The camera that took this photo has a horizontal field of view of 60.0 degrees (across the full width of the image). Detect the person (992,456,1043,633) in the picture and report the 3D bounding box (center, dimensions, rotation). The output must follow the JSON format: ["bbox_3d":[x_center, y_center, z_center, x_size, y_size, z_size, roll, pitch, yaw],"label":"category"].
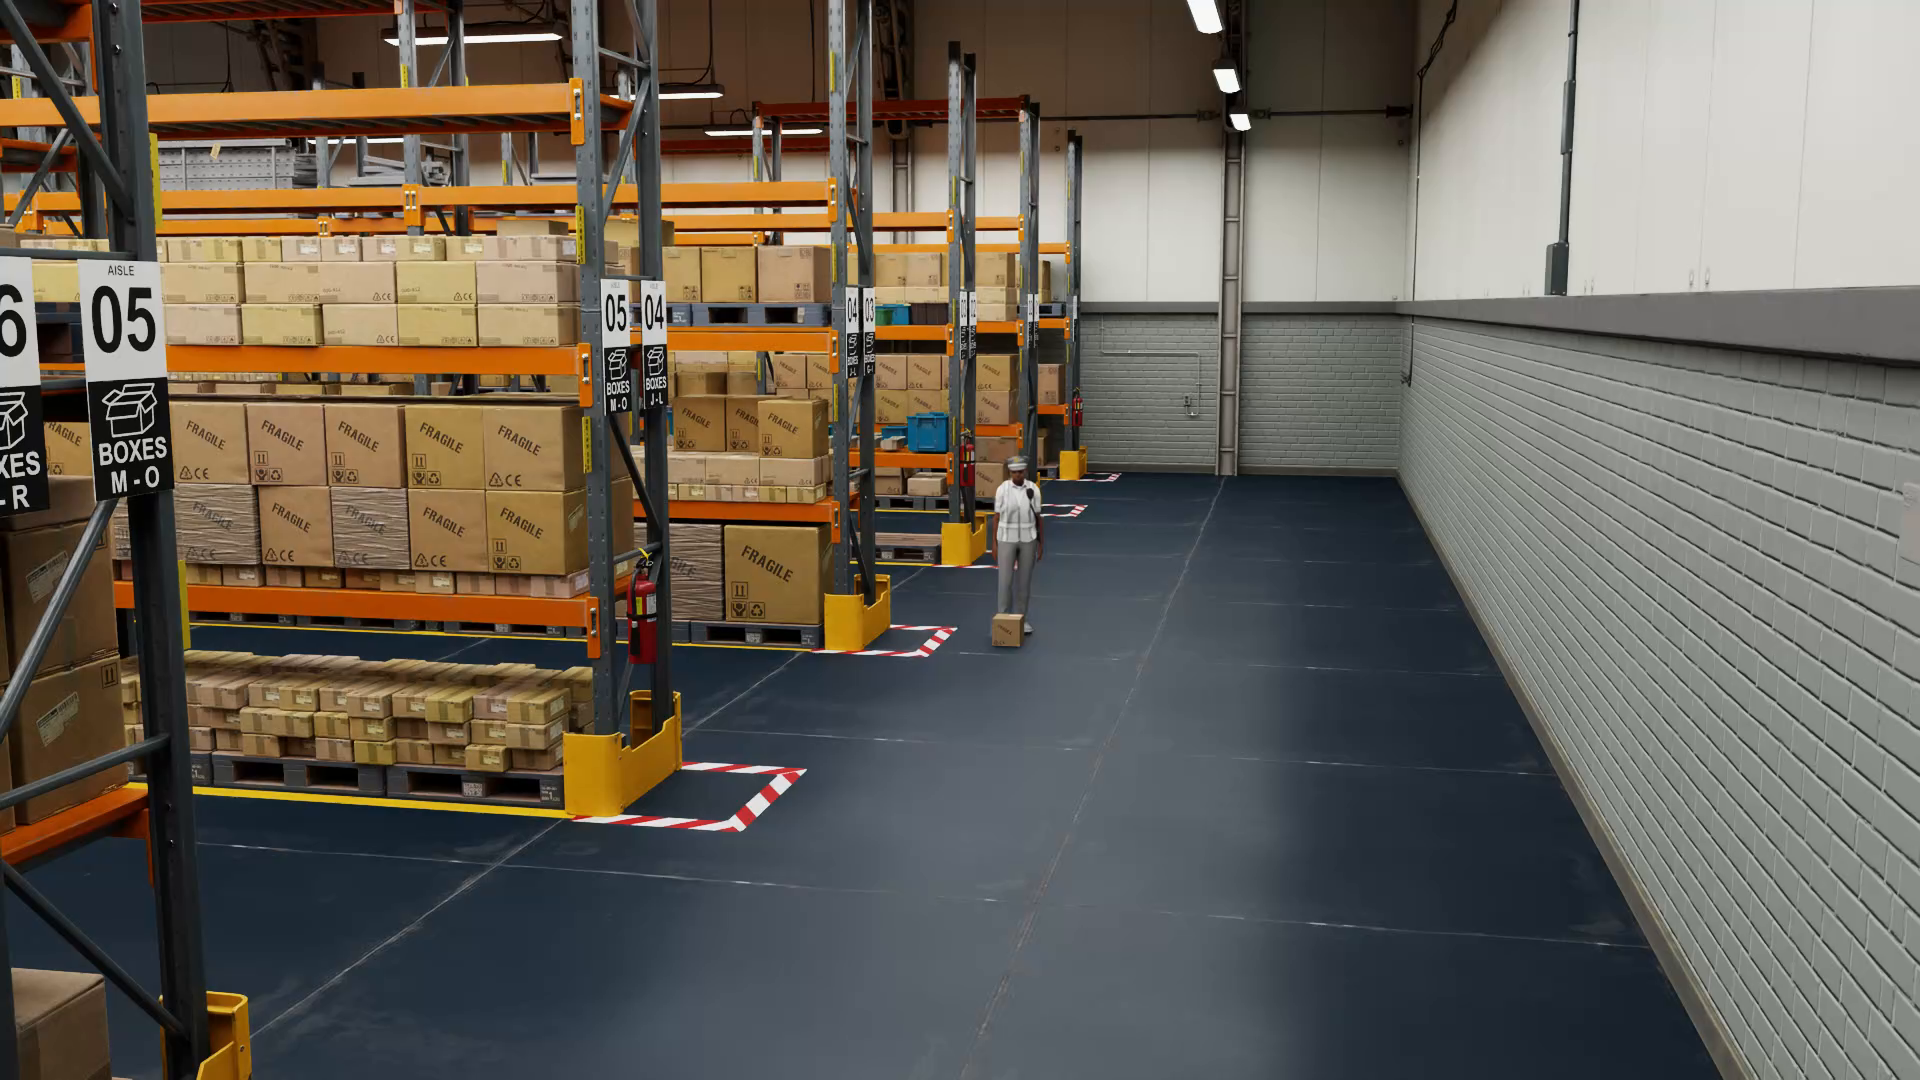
[{"bbox_3d":[0.544,0.051,15.357,0.487,1.665,0.582,-1,8,-6],"label":"person"}]
